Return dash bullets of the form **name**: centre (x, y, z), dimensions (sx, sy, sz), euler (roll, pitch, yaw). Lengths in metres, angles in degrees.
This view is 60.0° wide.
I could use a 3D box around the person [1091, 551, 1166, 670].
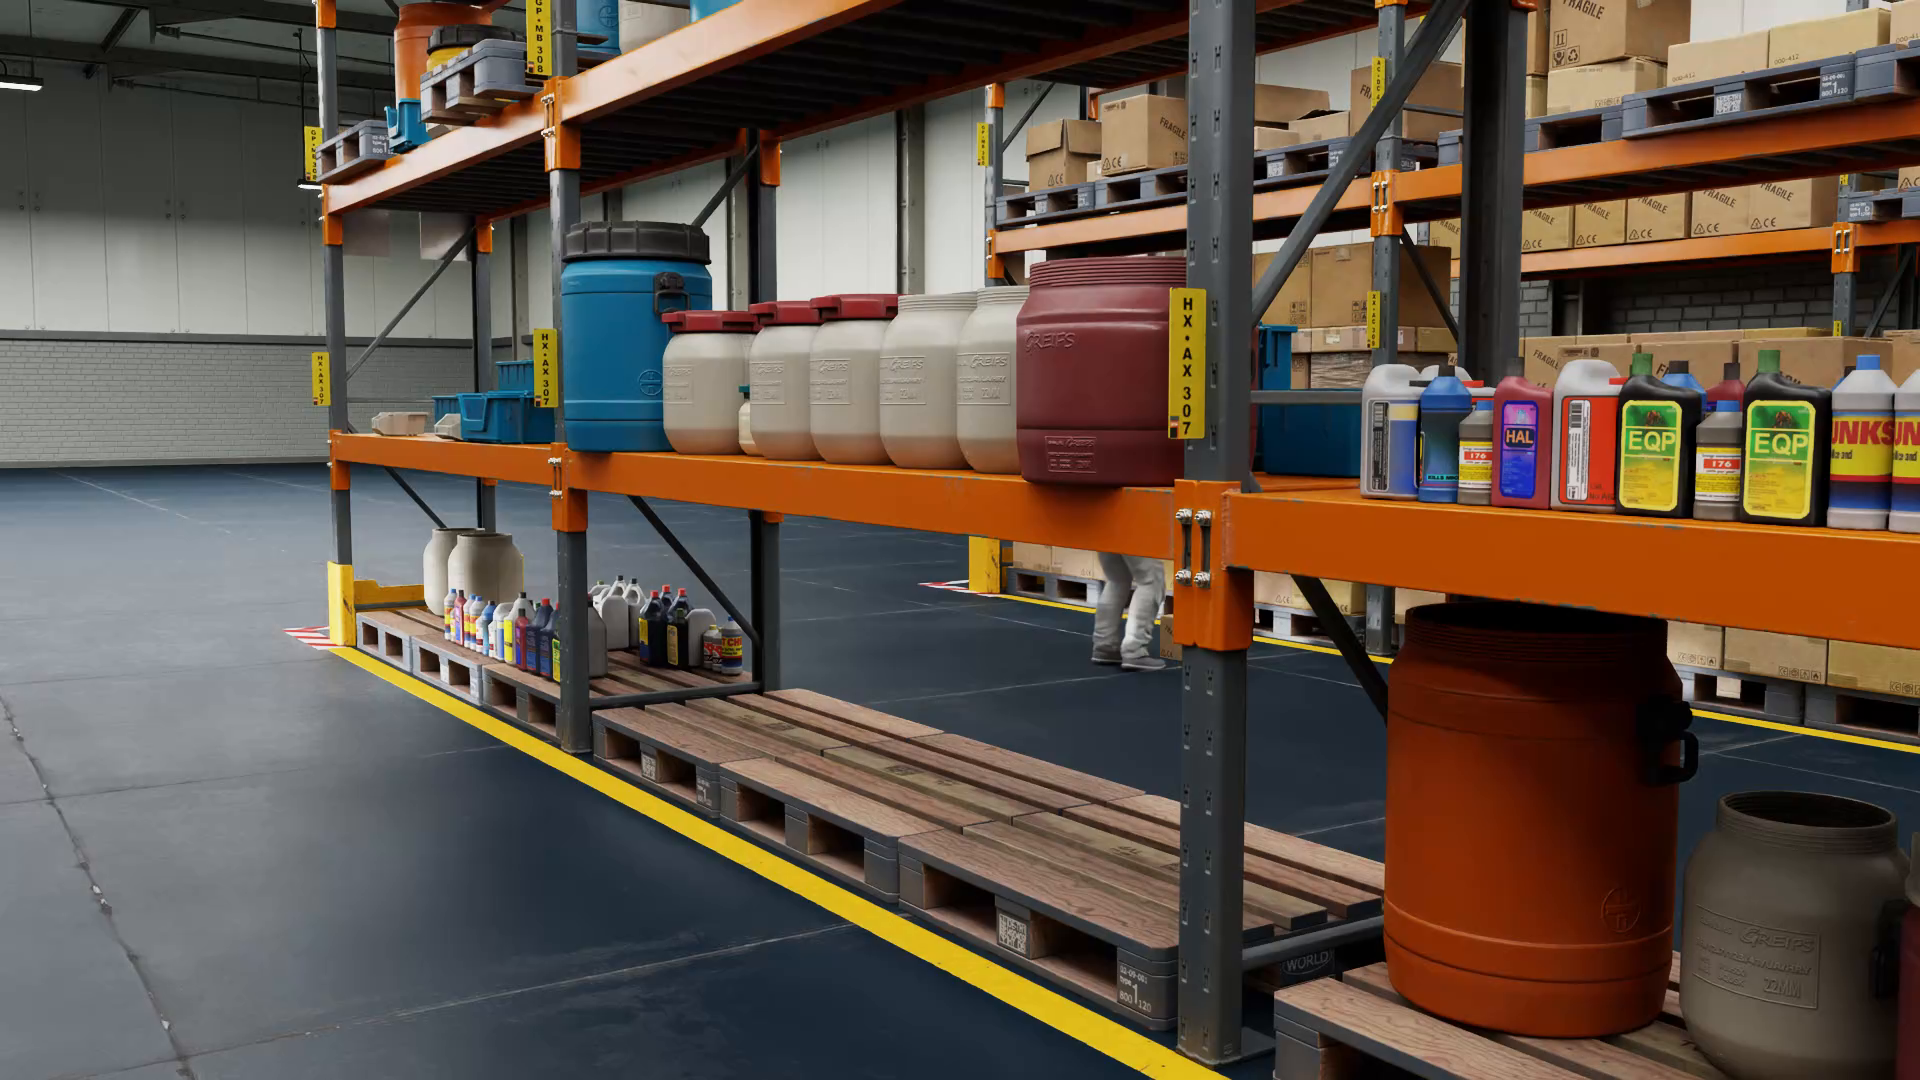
- **person**: centre (0.948, -0.094, 9.438), dimensions (0.415, 1.640, 0.484), euler (-3, 6, -32)
